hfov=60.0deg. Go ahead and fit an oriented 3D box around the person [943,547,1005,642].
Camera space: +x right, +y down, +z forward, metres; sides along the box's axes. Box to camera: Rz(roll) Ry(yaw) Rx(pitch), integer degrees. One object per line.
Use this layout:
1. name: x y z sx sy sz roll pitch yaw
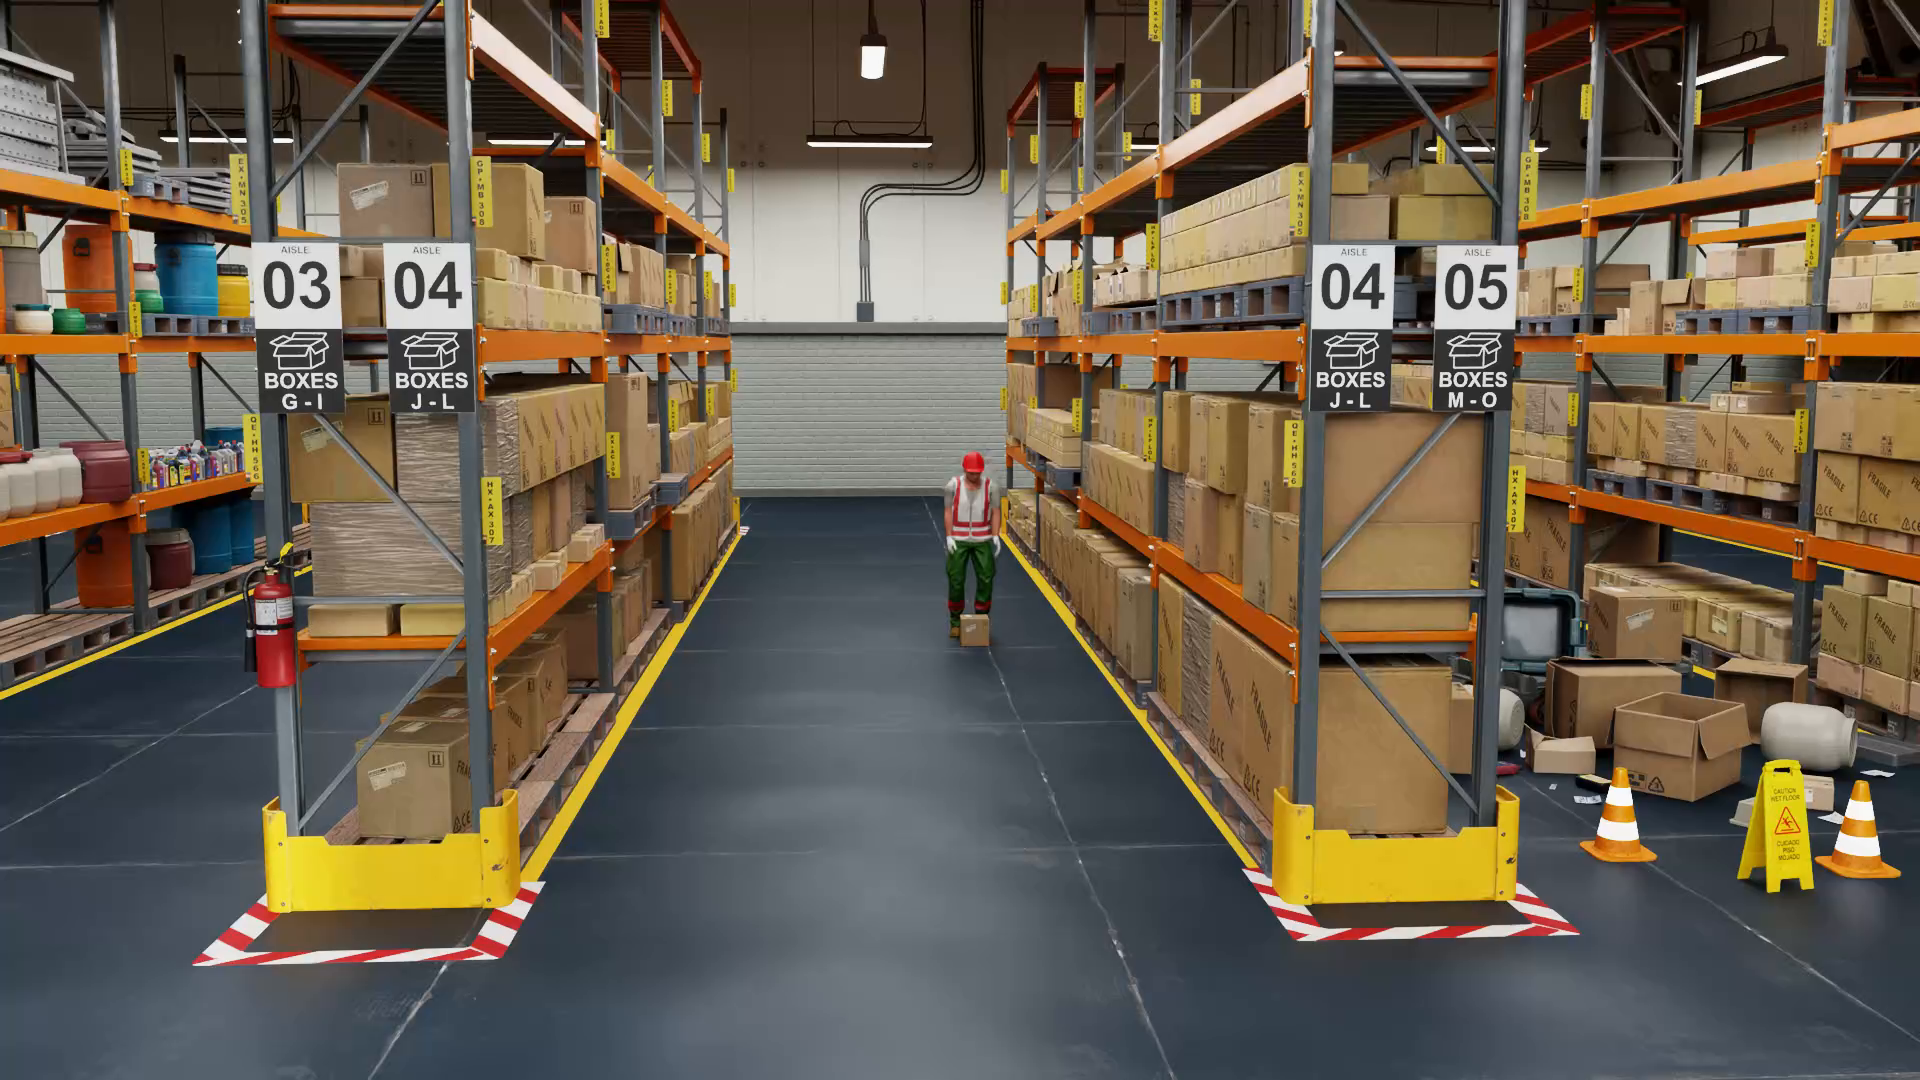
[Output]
1. person: 0.125 0.471 15.486 0.564 0.895 0.886 -1 7 -5
